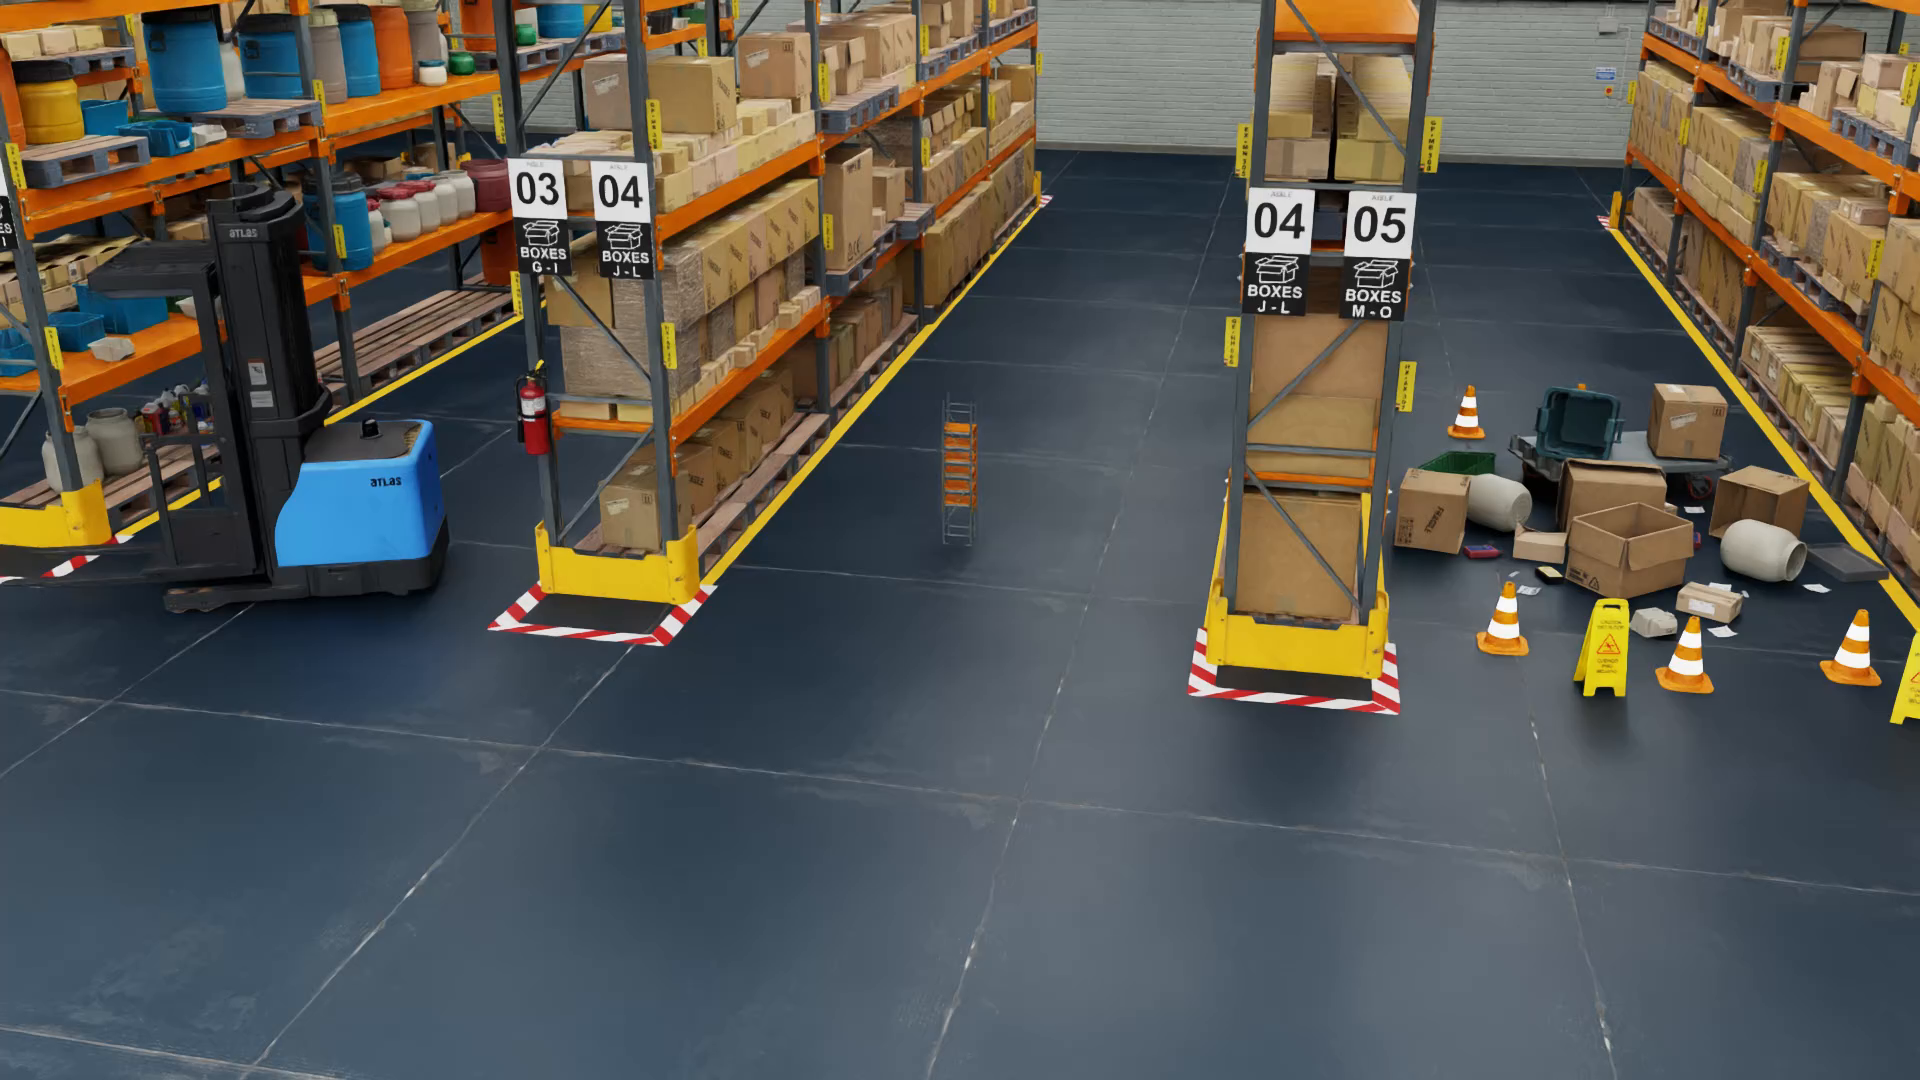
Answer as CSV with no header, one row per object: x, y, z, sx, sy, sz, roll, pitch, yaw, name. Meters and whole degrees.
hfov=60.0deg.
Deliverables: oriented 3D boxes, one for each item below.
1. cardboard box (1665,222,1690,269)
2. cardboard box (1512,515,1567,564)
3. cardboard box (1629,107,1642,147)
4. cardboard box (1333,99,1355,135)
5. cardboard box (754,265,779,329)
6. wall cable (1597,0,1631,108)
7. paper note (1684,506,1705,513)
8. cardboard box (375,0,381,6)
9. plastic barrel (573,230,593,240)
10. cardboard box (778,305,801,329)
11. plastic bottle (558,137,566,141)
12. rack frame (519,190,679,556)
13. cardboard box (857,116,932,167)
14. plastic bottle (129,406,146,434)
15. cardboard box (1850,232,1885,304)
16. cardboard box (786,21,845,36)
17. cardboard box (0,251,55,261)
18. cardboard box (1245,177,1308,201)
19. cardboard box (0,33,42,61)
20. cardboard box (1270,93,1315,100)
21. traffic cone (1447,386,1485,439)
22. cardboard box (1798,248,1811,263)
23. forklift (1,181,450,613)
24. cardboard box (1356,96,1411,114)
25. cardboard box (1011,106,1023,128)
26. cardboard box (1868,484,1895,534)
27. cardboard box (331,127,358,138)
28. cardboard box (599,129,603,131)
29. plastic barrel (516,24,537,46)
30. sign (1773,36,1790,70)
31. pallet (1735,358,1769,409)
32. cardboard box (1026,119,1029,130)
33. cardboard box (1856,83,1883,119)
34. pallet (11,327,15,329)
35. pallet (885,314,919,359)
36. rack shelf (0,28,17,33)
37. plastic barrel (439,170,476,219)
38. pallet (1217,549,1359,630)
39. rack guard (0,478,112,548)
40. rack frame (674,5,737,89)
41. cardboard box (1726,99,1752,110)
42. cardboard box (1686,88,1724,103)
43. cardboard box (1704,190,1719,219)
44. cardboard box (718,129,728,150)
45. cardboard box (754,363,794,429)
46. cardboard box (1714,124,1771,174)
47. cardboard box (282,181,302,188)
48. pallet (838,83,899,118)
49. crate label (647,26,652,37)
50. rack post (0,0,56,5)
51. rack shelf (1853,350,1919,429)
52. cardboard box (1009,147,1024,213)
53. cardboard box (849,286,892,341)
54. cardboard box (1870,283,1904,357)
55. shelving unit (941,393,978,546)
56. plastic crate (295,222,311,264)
9.825,-3.853,21.803,0.875,0.438,0.875,4,22,10,cardboard box
4.546,-0.003,13.035,0.396,0.266,0.258,8,23,20,cardboard box
10.029,-5.981,24.085,0.500,0.500,0.500,4,22,10,cardboard box
2.935,-2.989,11.881,0.500,0.250,0.500,4,22,11,cardboard box
-2.034,-2.109,14.072,0.875,0.500,0.500,4,22,11,cardboard box
11.536,-8.638,29.414,0.585,1.953,0.123,4,22,11,wall cable
6.181,-0.258,13.985,0.148,0.019,0.142,4,22,11,paper note
-9.149,-8.398,25.736,0.500,0.250,0.500,4,22,11,cardboard box
-5.230,-4.523,22.846,0.600,0.901,0.708,4,22,11,plastic barrel
-1.610,-1.960,14.571,0.380,0.149,0.250,4,22,11,cardboard box
-5.500,-5.427,23.009,0.152,0.276,0.135,4,22,11,plastic bottle
-2.558,-0.992,11.832,1.000,3.000,0.127,4,22,11,rack frame
-0.760,-4.696,19.551,0.797,0.503,0.637,5,23,13,cardboard box
-7.455,-1.063,15.055,0.061,0.283,0.133,5,22,12,plastic bottle
7.829,-2.265,13.899,0.500,0.500,0.500,4,22,10,cardboard box
-1.476,-5.065,17.128,0.500,0.500,0.500,4,22,9,cardboard box
-11.222,-3.305,19.944,0.500,0.311,0.500,4,22,9,cardboard box
2.013,-2.240,10.557,0.380,0.149,0.250,4,22,11,cardboard box
-10.877,-5.619,18.945,0.500,0.250,0.500,4,22,10,cardboard box
2.170,-2.892,11.106,0.380,0.149,0.250,5,22,12,cardboard box
4.845,-1.238,15.839,0.336,0.463,0.334,4,22,11,traffic cone
8.287,-2.745,15.960,0.380,0.149,0.250,6,23,14,cardboard box
-5.474,-1.040,12.044,3.031,2.935,1.130,-3,22,-8,forklift
2.813,-2.838,10.974,0.380,0.149,0.250,5,22,11,cardboard box
0.660,-6.343,24.920,0.500,0.250,0.500,4,22,9,cardboard box
7.477,-0.227,13.052,0.500,0.250,0.500,6,23,14,cardboard box
-9.436,-6.349,25.000,0.500,0.500,0.500,5,22,12,cardboard box
-2.534,-3.099,12.716,0.380,0.149,0.250,3,22,8,cardboard box
-5.333,-6.179,20.343,0.294,0.245,0.294,0,22,0,plastic barrel
8.234,-4.876,16.661,0.100,0.325,0.005,4,22,11,sign
8.615,-1.583,17.032,1.003,0.211,1.213,4,22,11,pallet
0.853,-6.384,25.557,0.380,0.149,0.250,5,22,11,cardboard box
8.150,-3.812,14.457,0.500,0.250,0.500,5,22,12,cardboard box
-11.327,-2.190,18.540,1.003,0.211,1.213,4,22,11,pallet
-1.086,-2.339,18.908,1.003,0.211,1.213,4,22,11,pallet
-15.065,-6.840,23.299,1.077,0.370,4.000,4,22,11,rack shelf
-5.775,-3.955,19.038,0.421,0.512,0.421,0,22,0,plastic barrel
2.364,0.418,12.063,1.003,0.211,1.213,4,22,11,pallet
-7.437,-0.241,13.314,1.175,0.500,0.348,4,22,11,rack guard
-4.142,-7.221,27.299,1.000,3.000,0.127,4,22,11,rack frame
9.926,-5.291,21.034,0.500,0.500,0.500,5,22,11,cardboard box
9.343,-5.573,20.866,0.380,0.149,0.250,4,22,10,cardboard box
8.909,-3.857,19.147,0.500,0.250,0.500,4,22,10,cardboard box
-1.977,-3.055,12.606,0.380,0.149,0.250,3,22,8,cardboard box
-1.863,-1.347,15.497,0.500,0.500,0.500,4,22,9,cardboard box
8.940,-4.435,18.910,0.500,0.500,0.500,4,22,10,cardboard box
-9.627,-4.979,24.490,0.500,0.500,0.500,4,22,11,cardboard box
-1.303,-4.356,16.422,1.213,0.211,1.003,4,22,11,pallet
-4.575,-7.184,23.545,0.293,0.136,0.466,4,22,11,crate label
-7.128,-4.187,12.404,0.937,0.300,0.954,7,23,17,rack post
7.552,-0.634,11.907,1.077,0.370,4.000,4,22,11,rack shelf
0.469,-5.480,25.257,0.875,0.875,0.875,4,22,11,cardboard box
-1.143,-2.512,18.363,0.700,0.500,0.500,3,22,6,cardboard box
7.597,-1.744,13.167,0.500,0.500,0.500,4,22,11,cardboard box
-0.003,-0.551,13.147,0.258,1.200,0.189,4,22,11,shelving unit
-6.791,-3.062,16.887,0.402,0.464,0.583,4,22,11,plastic crate
